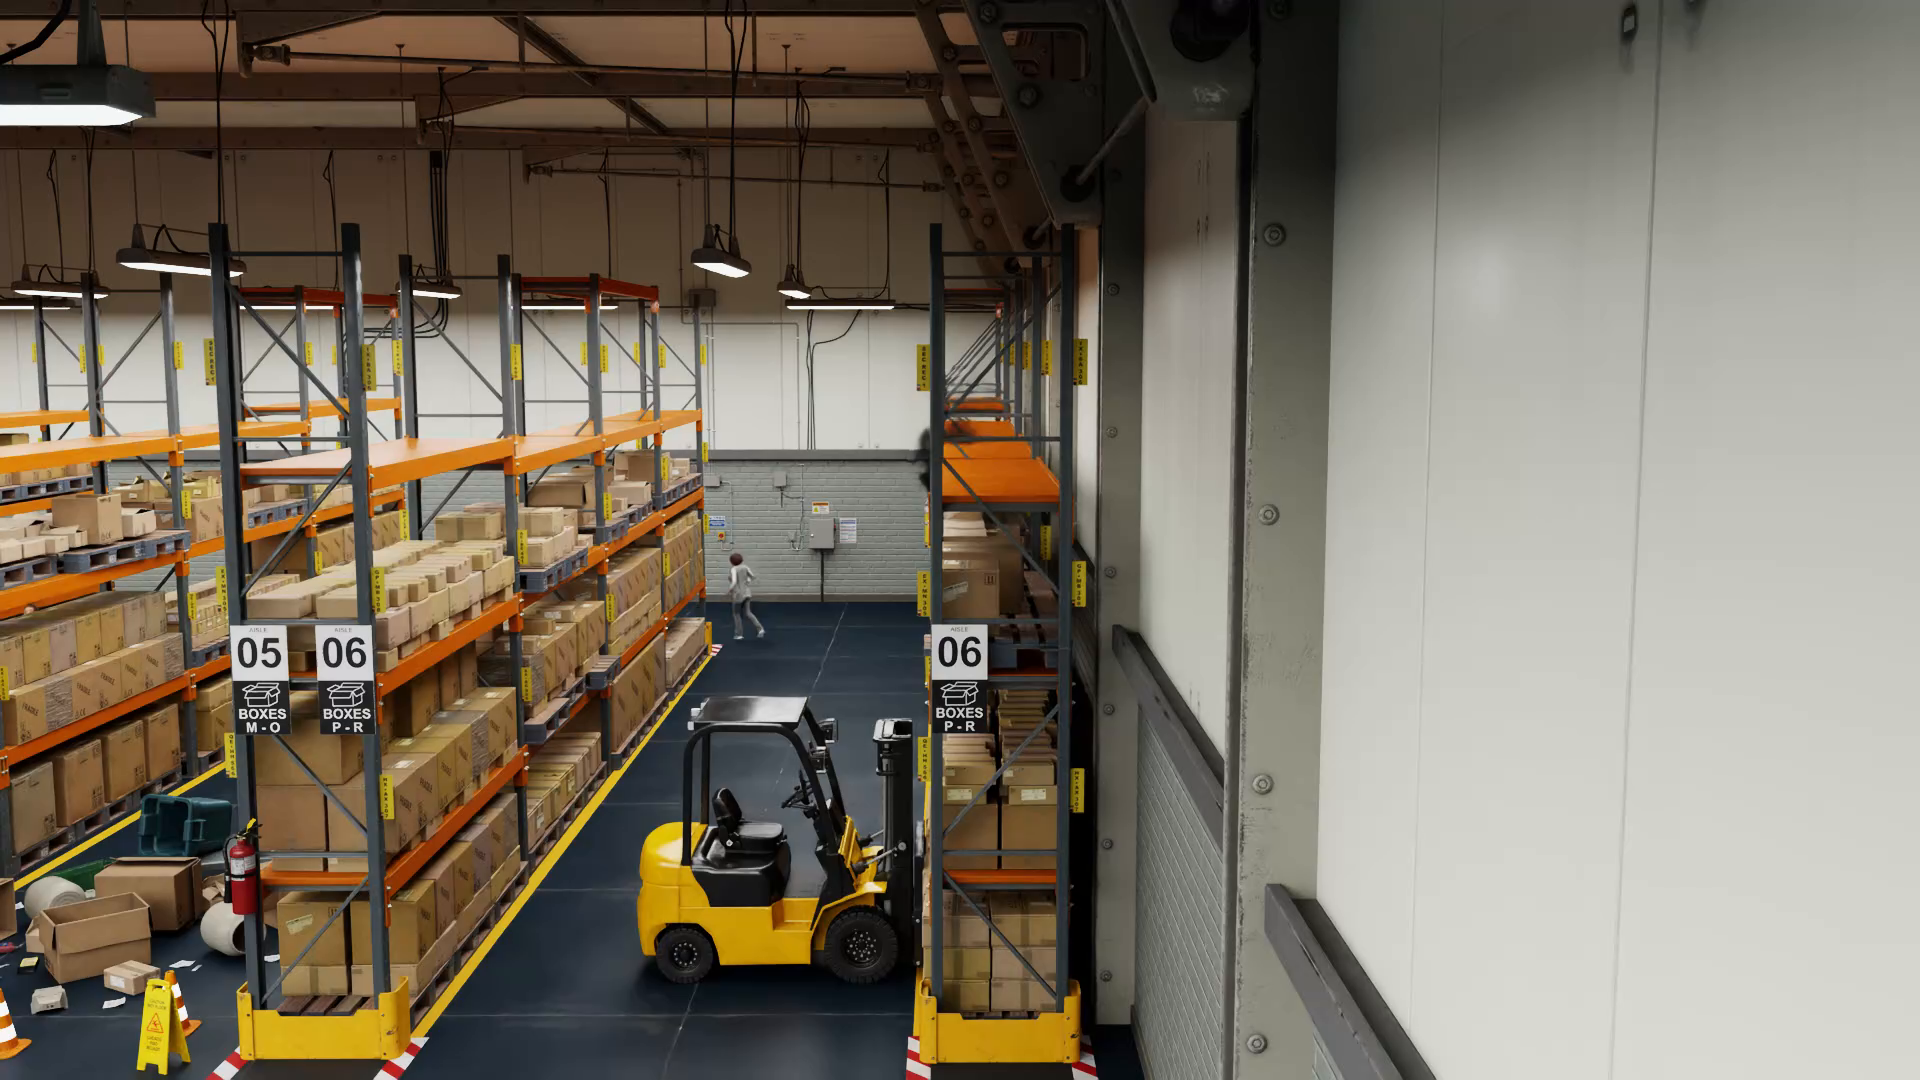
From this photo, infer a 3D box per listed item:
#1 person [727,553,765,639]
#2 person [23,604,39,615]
[{"bbox_3d":[-3.824,1.000,28.966,0.750,1.568,0.604,5,8,38],"label":"person"},{"bbox_3d":[-12.765,1.682,22.928,0.572,1.633,0.733,-1,7,-12],"label":"person"}]
